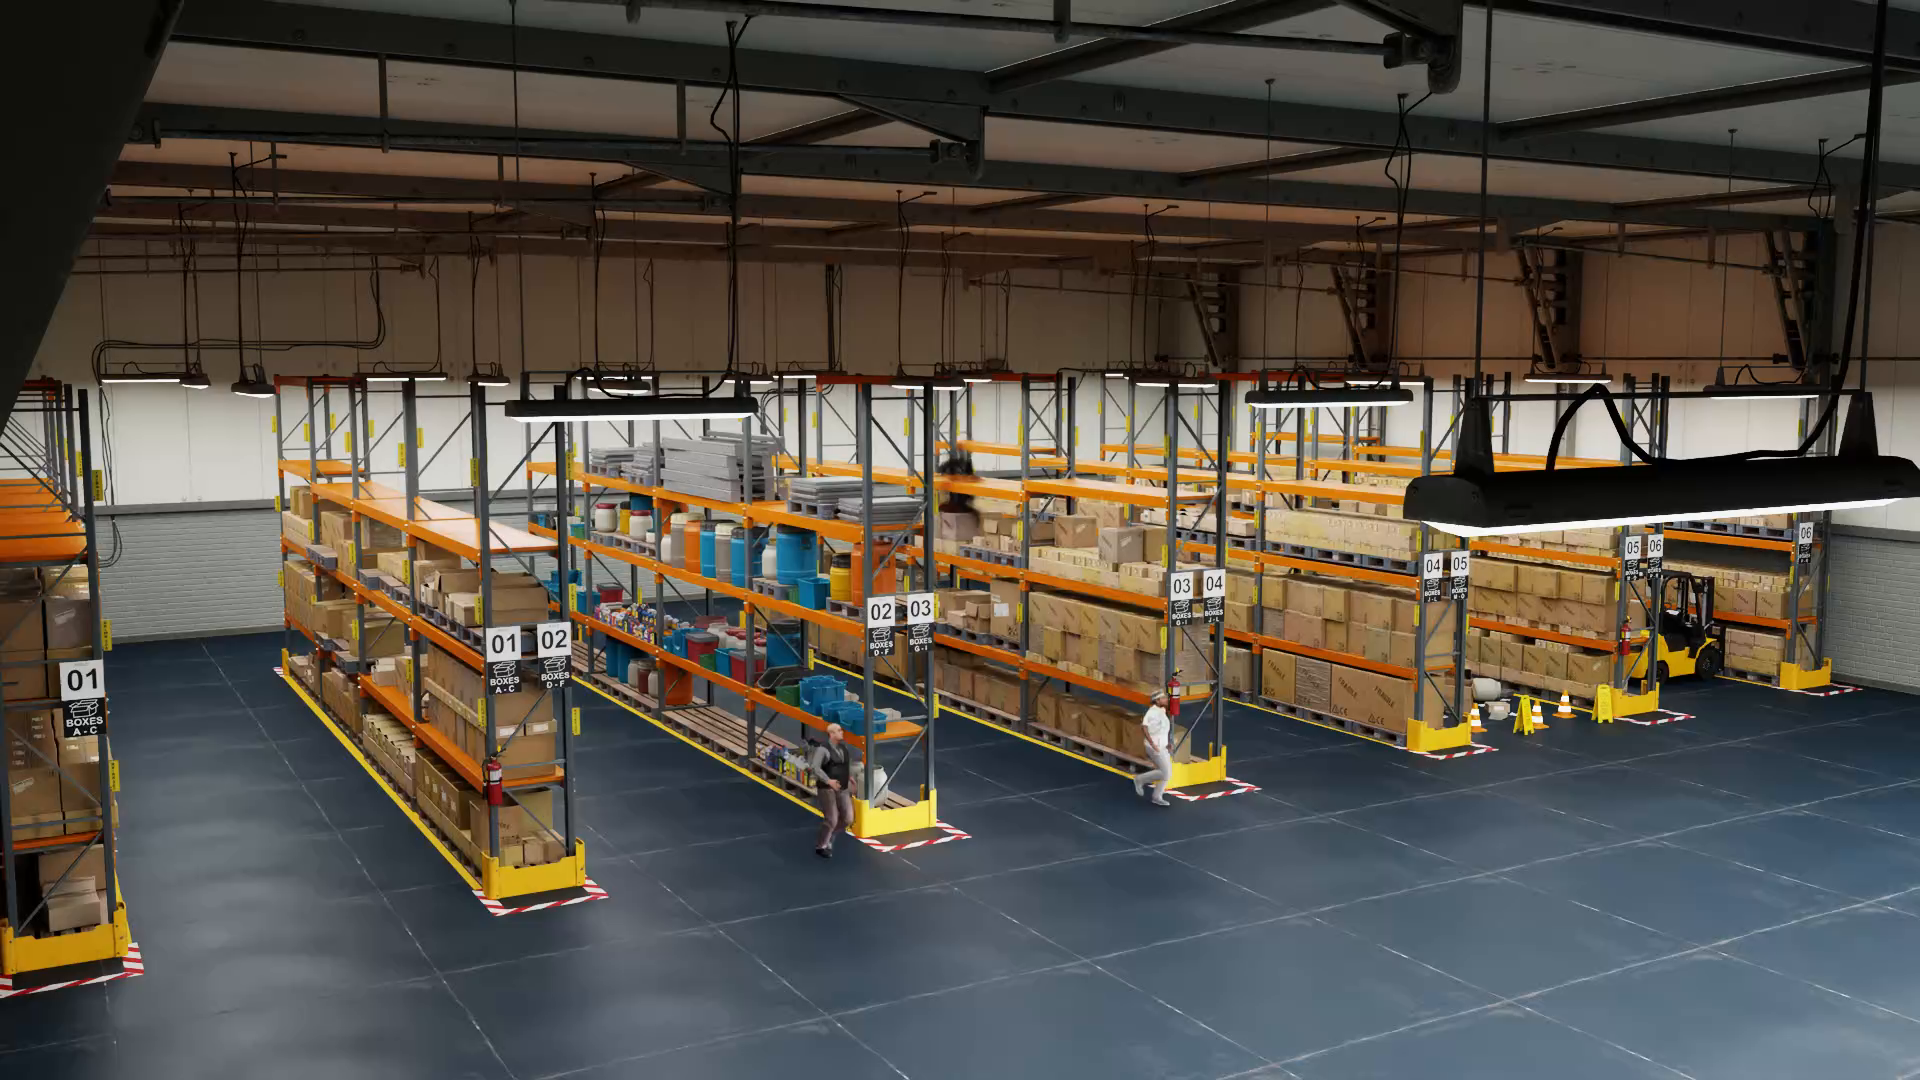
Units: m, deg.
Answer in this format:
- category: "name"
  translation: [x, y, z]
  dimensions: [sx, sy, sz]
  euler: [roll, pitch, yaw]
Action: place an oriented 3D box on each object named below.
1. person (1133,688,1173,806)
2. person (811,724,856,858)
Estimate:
- category: "person"
  translation: [2.810, 2.928, 23.754]
  dimensions: [0.552, 1.625, 0.615]
  euler: [3, 7, 25]
- category: "person"
  translation: [-1.568, 3.186, 21.216]
  dimensions: [0.498, 1.674, 0.728]
  euler: [5, 8, 39]
